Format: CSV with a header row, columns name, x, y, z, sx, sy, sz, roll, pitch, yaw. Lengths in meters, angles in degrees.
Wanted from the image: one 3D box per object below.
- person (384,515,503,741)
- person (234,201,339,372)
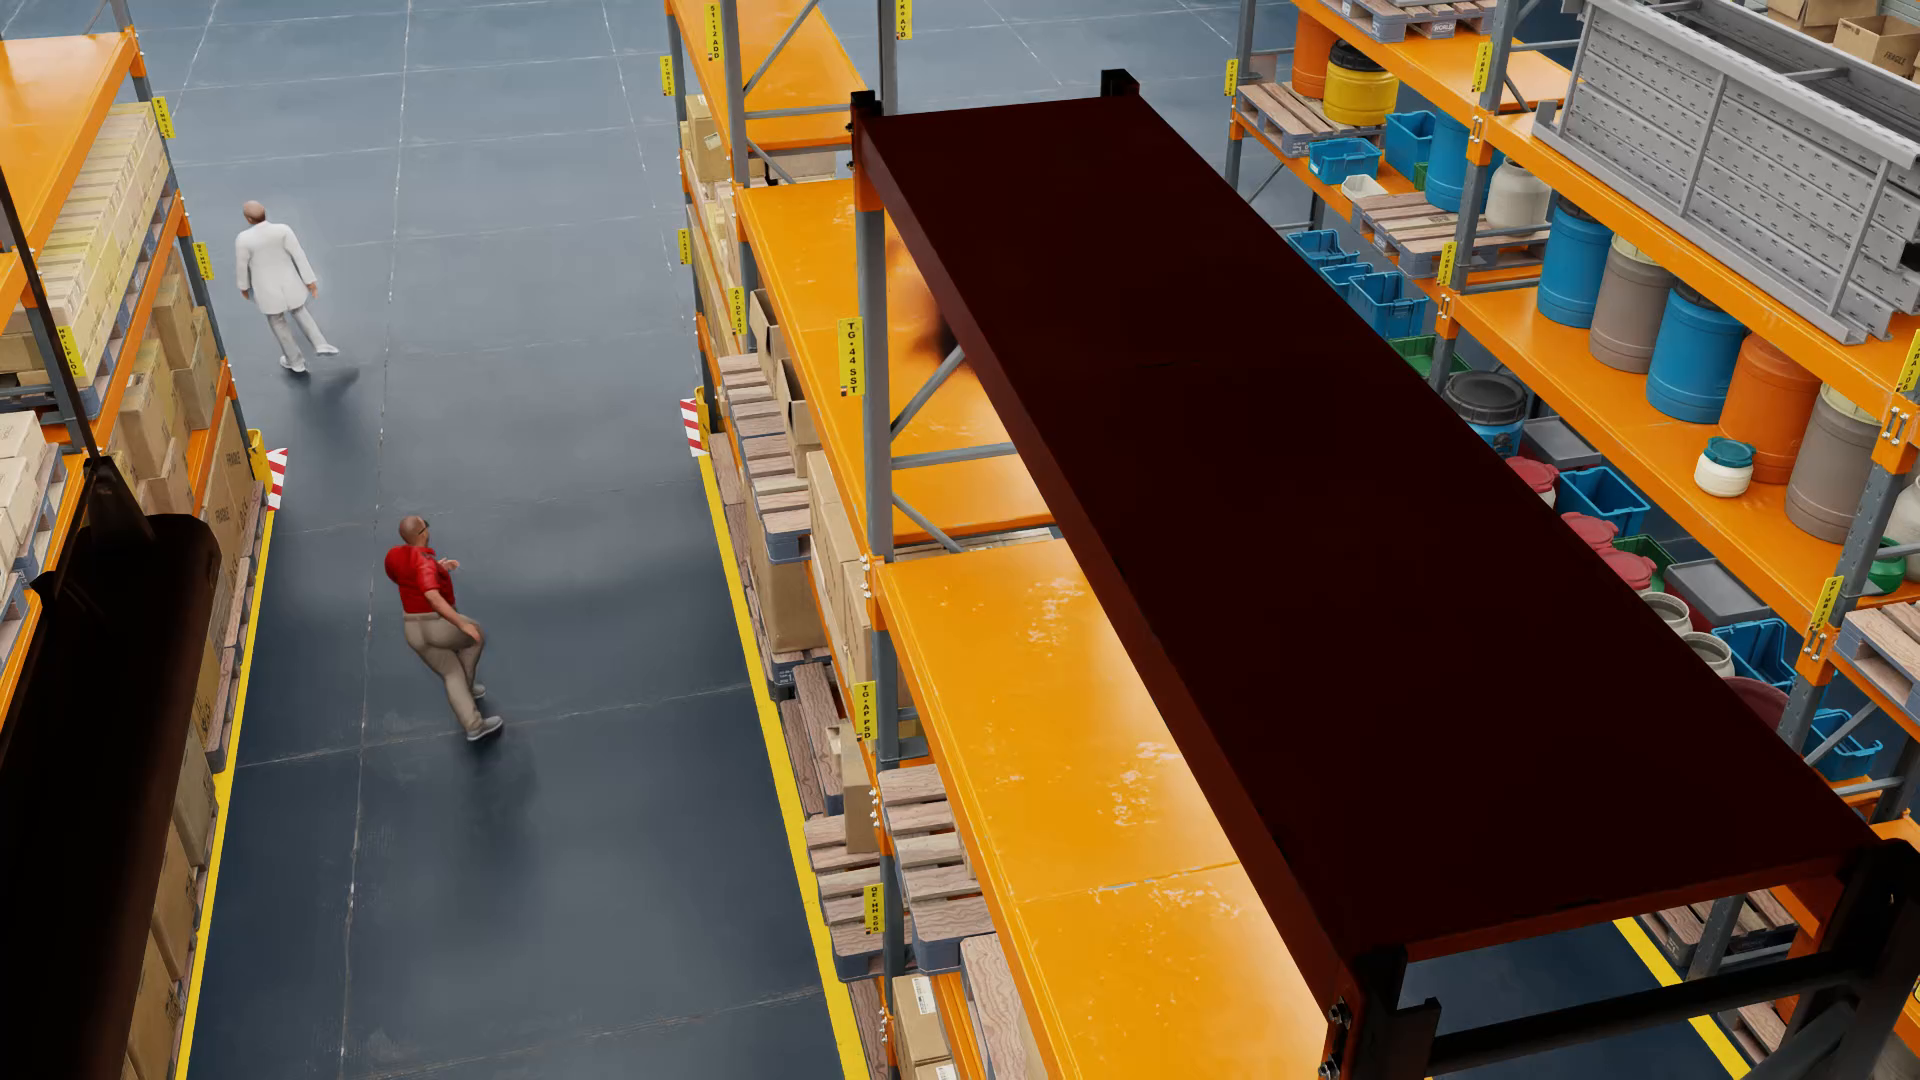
name,x,y,z,sx,sy,sz,roll,pitch,yaw
person,-3.668,0.594,11.754,0.794,1.641,0.722,6,35,9
person,-6.552,-2.438,16.076,0.697,1.768,0.635,-25,42,-32
